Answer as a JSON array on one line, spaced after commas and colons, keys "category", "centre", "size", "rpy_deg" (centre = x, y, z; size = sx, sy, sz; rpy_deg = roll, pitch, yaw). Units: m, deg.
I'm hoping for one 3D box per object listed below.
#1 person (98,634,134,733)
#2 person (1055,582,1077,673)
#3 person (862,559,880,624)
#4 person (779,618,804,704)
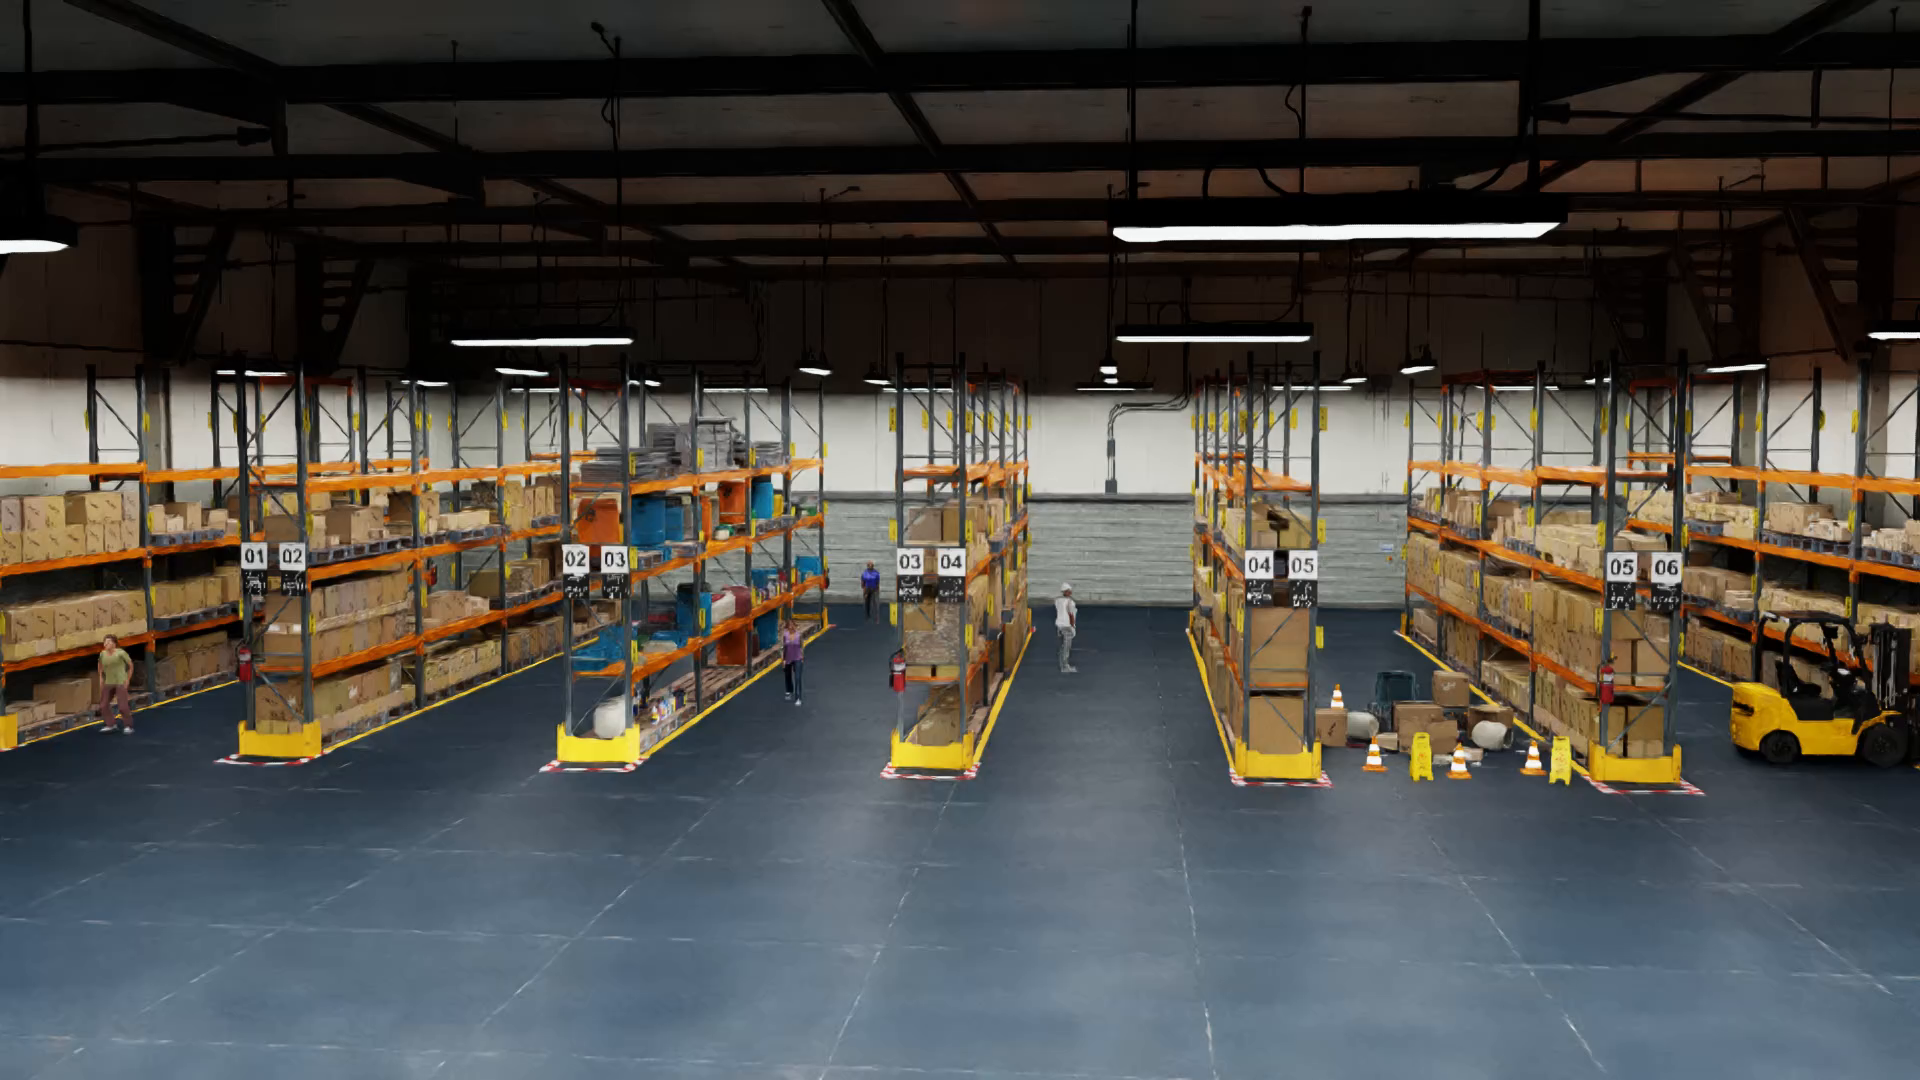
[{"category": "person", "centre": [-13.564, 2.303, 26.721], "size": [0.598, 1.618, 0.507], "rpy_deg": [0, 4, 4]}, {"category": "person", "centre": [2.153, 1.733, 33.213], "size": [0.450, 1.782, 0.611], "rpy_deg": [-2, 4, -25]}, {"category": "person", "centre": [-2.212, 1.269, 41.170], "size": [0.443, 1.587, 0.997], "rpy_deg": [0, 4, -3]}, {"category": "person", "centre": [-2.985, 2.179, 29.546], "size": [0.440, 1.412, 1.016], "rpy_deg": [0, 4, -4]}]
